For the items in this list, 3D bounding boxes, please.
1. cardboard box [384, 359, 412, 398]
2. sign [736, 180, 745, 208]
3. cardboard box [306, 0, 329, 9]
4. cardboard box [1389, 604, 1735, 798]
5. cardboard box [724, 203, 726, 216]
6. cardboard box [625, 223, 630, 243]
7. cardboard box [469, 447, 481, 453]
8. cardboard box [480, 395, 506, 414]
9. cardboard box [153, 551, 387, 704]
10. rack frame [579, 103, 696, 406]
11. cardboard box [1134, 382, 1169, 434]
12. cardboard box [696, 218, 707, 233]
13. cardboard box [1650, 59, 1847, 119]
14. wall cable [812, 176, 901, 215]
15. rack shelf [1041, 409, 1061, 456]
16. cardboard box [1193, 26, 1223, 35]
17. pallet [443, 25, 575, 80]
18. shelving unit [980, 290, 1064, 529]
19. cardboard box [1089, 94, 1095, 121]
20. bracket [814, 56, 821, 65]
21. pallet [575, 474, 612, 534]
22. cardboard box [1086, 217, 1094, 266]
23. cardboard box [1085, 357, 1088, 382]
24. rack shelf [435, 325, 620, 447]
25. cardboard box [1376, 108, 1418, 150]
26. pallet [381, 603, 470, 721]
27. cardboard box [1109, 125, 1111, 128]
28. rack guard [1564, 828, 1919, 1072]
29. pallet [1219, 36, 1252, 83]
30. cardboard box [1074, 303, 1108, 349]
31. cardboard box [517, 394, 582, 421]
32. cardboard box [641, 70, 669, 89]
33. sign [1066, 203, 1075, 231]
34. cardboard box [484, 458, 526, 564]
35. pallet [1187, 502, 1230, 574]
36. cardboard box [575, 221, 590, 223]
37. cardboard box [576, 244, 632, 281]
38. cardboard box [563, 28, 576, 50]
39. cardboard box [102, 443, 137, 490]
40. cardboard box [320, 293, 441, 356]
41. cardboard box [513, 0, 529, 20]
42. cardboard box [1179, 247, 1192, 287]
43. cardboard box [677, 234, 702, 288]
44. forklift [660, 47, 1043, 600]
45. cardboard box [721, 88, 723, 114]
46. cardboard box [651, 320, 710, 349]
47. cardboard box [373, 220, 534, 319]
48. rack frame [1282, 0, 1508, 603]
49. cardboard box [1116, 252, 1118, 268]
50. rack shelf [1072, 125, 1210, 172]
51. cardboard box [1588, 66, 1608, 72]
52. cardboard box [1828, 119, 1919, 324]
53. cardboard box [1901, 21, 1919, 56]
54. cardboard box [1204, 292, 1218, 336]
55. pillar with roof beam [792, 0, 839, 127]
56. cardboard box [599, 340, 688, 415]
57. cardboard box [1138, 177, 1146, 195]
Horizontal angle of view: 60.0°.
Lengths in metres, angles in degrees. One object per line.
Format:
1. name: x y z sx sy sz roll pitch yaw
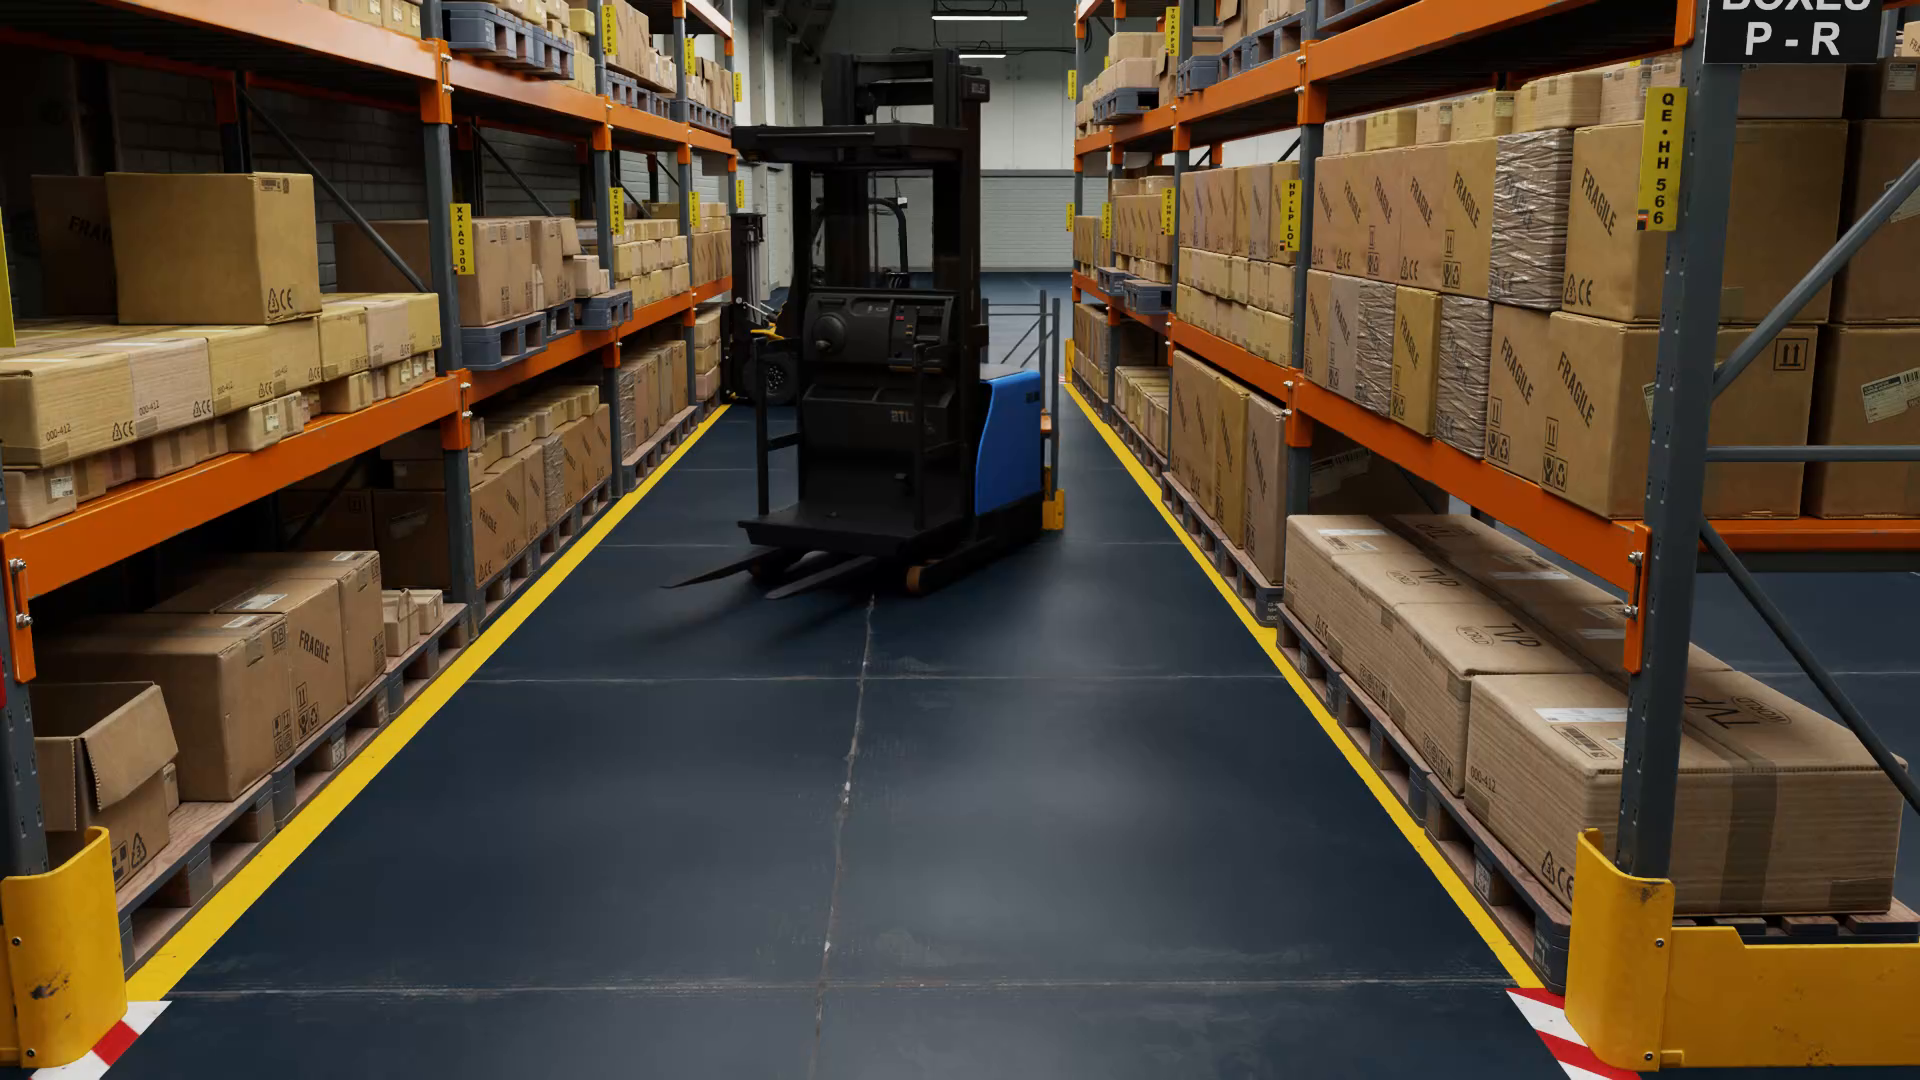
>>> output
1. cardboard box: -2.551 -0.686 7.029 0.380 0.149 0.250 0 11 0
2. sign: -2.572 -4.043 19.436 0.100 0.325 0.005 0 11 -1
3. cardboard box: -2.588 -2.047 6.194 0.380 0.149 0.250 0 11 1
4. cardboard box: 2.038 0.536 5.759 0.875 0.438 0.875 0 11 0
5. cardboard box: -2.828 -3.702 18.630 0.380 0.149 0.250 0 11 0
6. cardboard box: -2.699 -2.305 12.496 0.380 0.149 0.250 0 11 0
7. cardboard box: -2.691 -0.401 8.589 0.380 0.149 0.250 -1 11 -3
8. cardboard box: -3.186 -0.862 10.861 0.380 0.149 0.250 0 11 0
9. cardboard box: -2.702 0.341 6.564 0.700 0.500 0.500 -1 11 -3
10. rack frame: -3.032 -2.565 15.658 1.000 3.000 0.127 0 11 -1
11. cardboard box: 1.978 -1.119 14.083 0.950 0.372 0.625 0 11 1
12. cardboard box: -2.747 -3.149 16.653 0.380 0.149 0.250 0 11 0
13. cardboard box: 1.971 -1.128 4.178 0.380 0.149 0.250 0 11 0
14. wall cable: -3.360 -11.191 50.898 3.097 2.526 0.112 0 11 -1
15. rack shelf: 0.371 -0.738 11.328 0.538 0.185 1.000 0 11 -2
16. cardboard box: 2.113 -4.116 13.823 0.500 0.250 0.500 0 11 0
17. pallet: -2.835 -2.689 9.197 1.213 0.211 1.003 0 11 -1
18. shelving unit: 0.371 -0.912 11.283 0.587 1.500 1.083 0 11 -2
19. cardboard box: 1.619 -4.518 17.369 0.500 0.250 0.500 0 11 0
20. bracket: -4.324 -14.441 50.054 0.235 0.232 0.430 0 11 -1
21. pallet: -2.972 -0.255 11.284 1.003 0.211 1.213 0 11 -1
22. cardboard box: 1.625 -3.176 17.668 0.500 0.500 0.500 0 11 -2
23. cardboard box: 1.615 -1.868 18.083 0.500 0.250 0.500 1 11 3
24. rack shelf: -2.908 -1.020 9.851 1.077 0.370 4.000 0 11 -1
25. cardboard box: 1.832 -1.585 6.429 0.380 0.149 0.250 -1 11 -3
26. pallet: -2.853 0.528 7.424 1.003 0.211 1.213 0 11 -1
27. cardboard box: 1.619 -3.995 15.793 0.380 0.149 0.250 0 11 -1
28. rack guard: 2.179 1.029 4.230 1.175 0.500 0.348 0 11 -1
29. pallet: 2.106 -2.819 9.838 1.003 0.211 1.213 0 11 1
30. cardboard box: 1.589 -2.441 19.020 0.500 0.500 0.500 -1 11 -3
31. cardboard box: -2.688 -0.865 10.877 0.380 0.149 0.250 -1 11 -3
32. cardboard box: -2.706 -3.949 14.262 0.380 0.149 0.250 0 11 -1
33. sign: 1.305 -3.803 19.585 0.100 0.325 0.005 0 11 -1
34. cardboard box: -2.673 -0.158 9.027 0.500 0.500 0.500 0 11 -2
35. pallet: 1.976 -0.026 10.154 1.003 0.211 1.213 0 11 -1
36. cardboard box: -3.209 -2.506 13.483 0.380 0.149 0.250 0 11 0
37. cardboard box: -2.689 -2.031 12.144 0.500 0.250 0.500 0 11 -1
38. cardboard box: -2.716 -3.241 10.819 0.380 0.149 0.250 -1 11 -2
39. cardboard box: -2.608 -0.225 4.758 0.380 0.149 0.250 0 11 -2
40. cardboard box: -2.612 -0.947 7.311 0.500 0.250 0.500 0 11 0
41. cardboard box: -2.499 -2.841 8.796 0.380 0.149 0.250 0 11 -2
42. cardboard box: 1.777 -1.861 11.307 0.500 0.250 0.500 0 11 -2
43. cardboard box: -2.780 -2.703 16.088 0.500 0.500 0.500 -1 11 -3
44. forklift: -0.557 -1.233 9.265 1.130 2.935 3.031 5 13 25
45. cardboard box: -2.789 -4.805 18.187 0.396 0.266 0.258 0 11 -1
46. cardboard box: -2.728 -2.011 16.271 0.500 0.250 0.500 0 11 -2
47. cardboard box: -2.664 -1.430 8.754 0.700 0.500 0.500 0 11 -1
48. rack frame: 2.096 -0.996 7.924 1.000 3.000 0.127 0 11 -1
49. cardboard box: 1.626 -2.558 15.198 0.380 0.149 0.250 0 11 0
50. rack shelf: 1.889 -4.101 17.495 1.077 0.370 4.000 0 11 -1
51. cardboard box: 6.600 -4.621 16.570 0.500 0.250 0.500 0 11 -1
52. cardboard box: 2.453 -0.836 4.371 0.500 0.500 0.500 0 11 -2
53. cardboard box: 6.706 -3.236 11.169 0.500 0.500 0.500 0 11 -1
54. cardboard box: 1.805 -1.413 10.357 0.500 0.250 0.500 0 11 1
55. pillar with roof beam: -0.317 -12.139 47.763 9.100 9.000 0.548 0 11 -1
56. cardboard box: -3.010 -1.503 15.342 0.875 0.625 0.625 0 11 1
57. cardboard box: 1.712 -2.994 14.086 0.380 0.149 0.250 0 11 2
